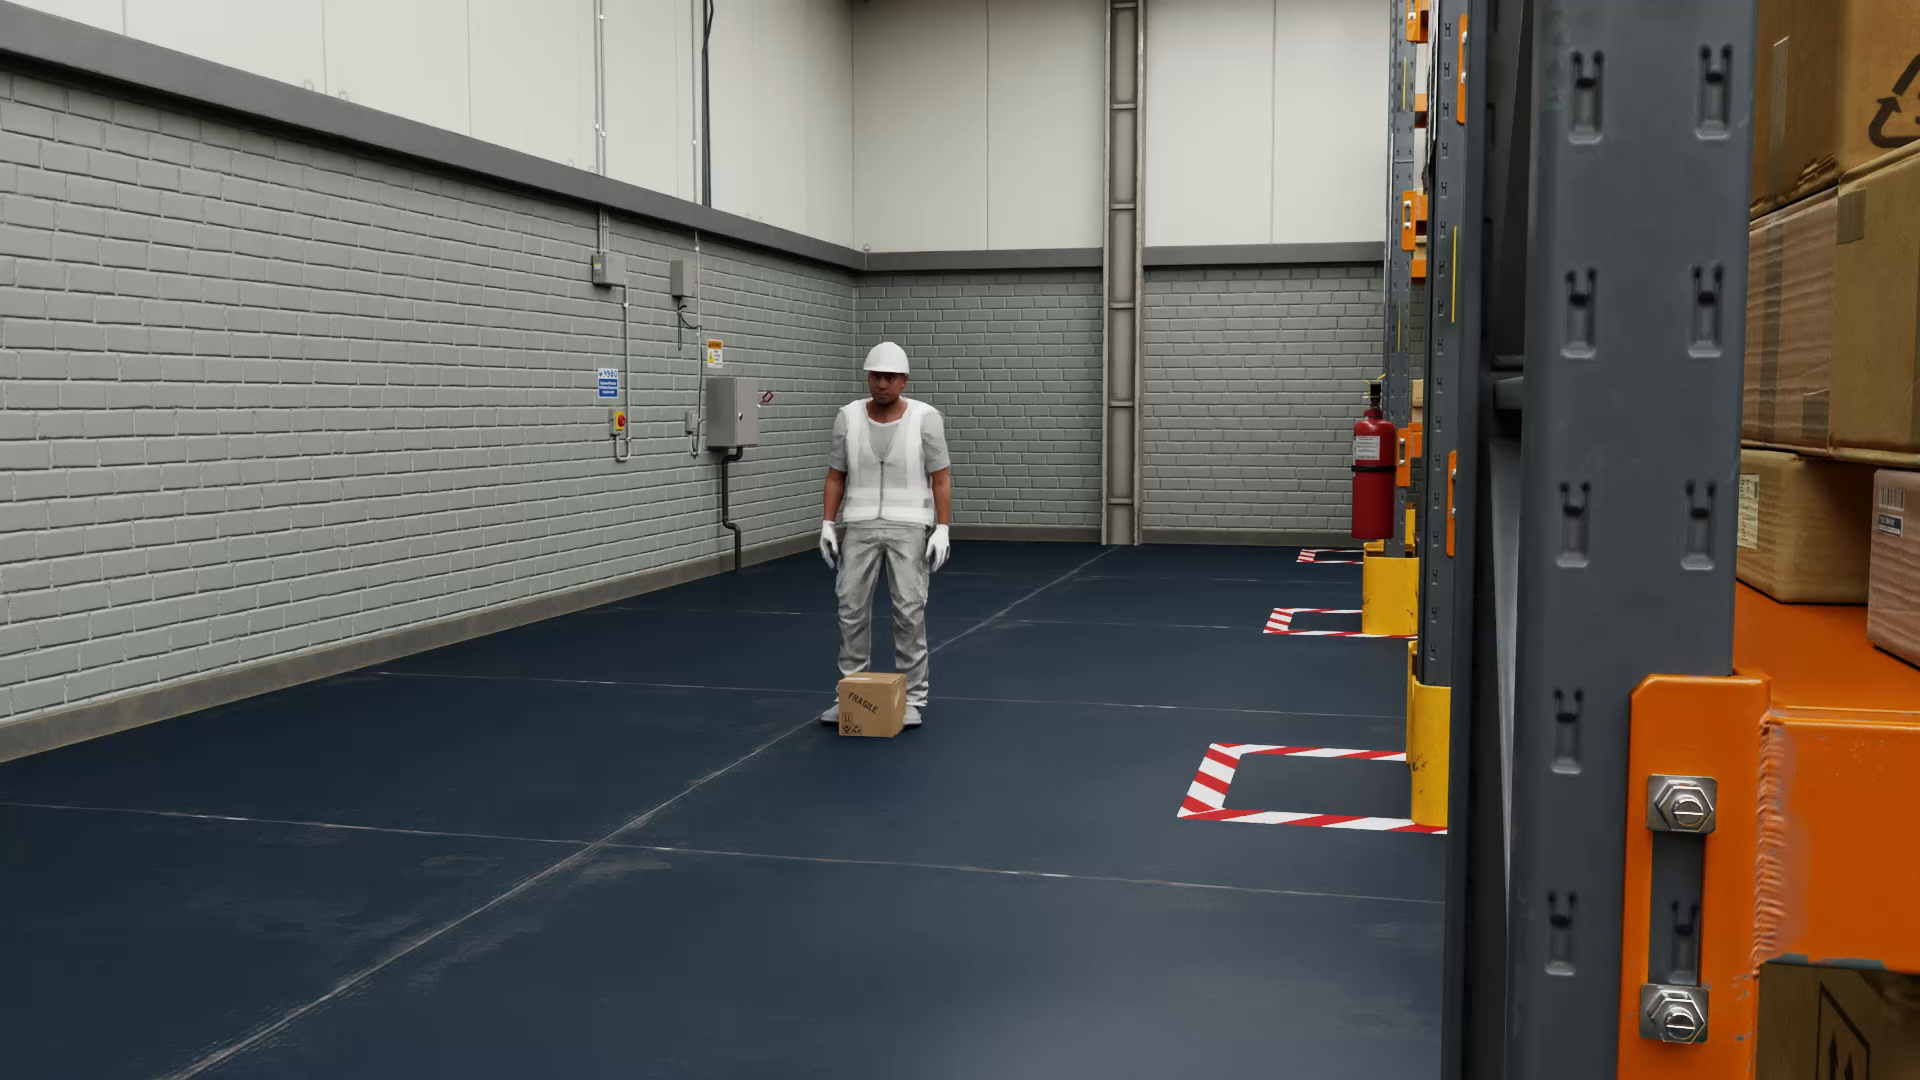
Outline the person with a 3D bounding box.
[{"bbox_3d":[-0.351,-0.027,7.738,0.617,1.772,0.452,1,5,11],"label":"person"}]
